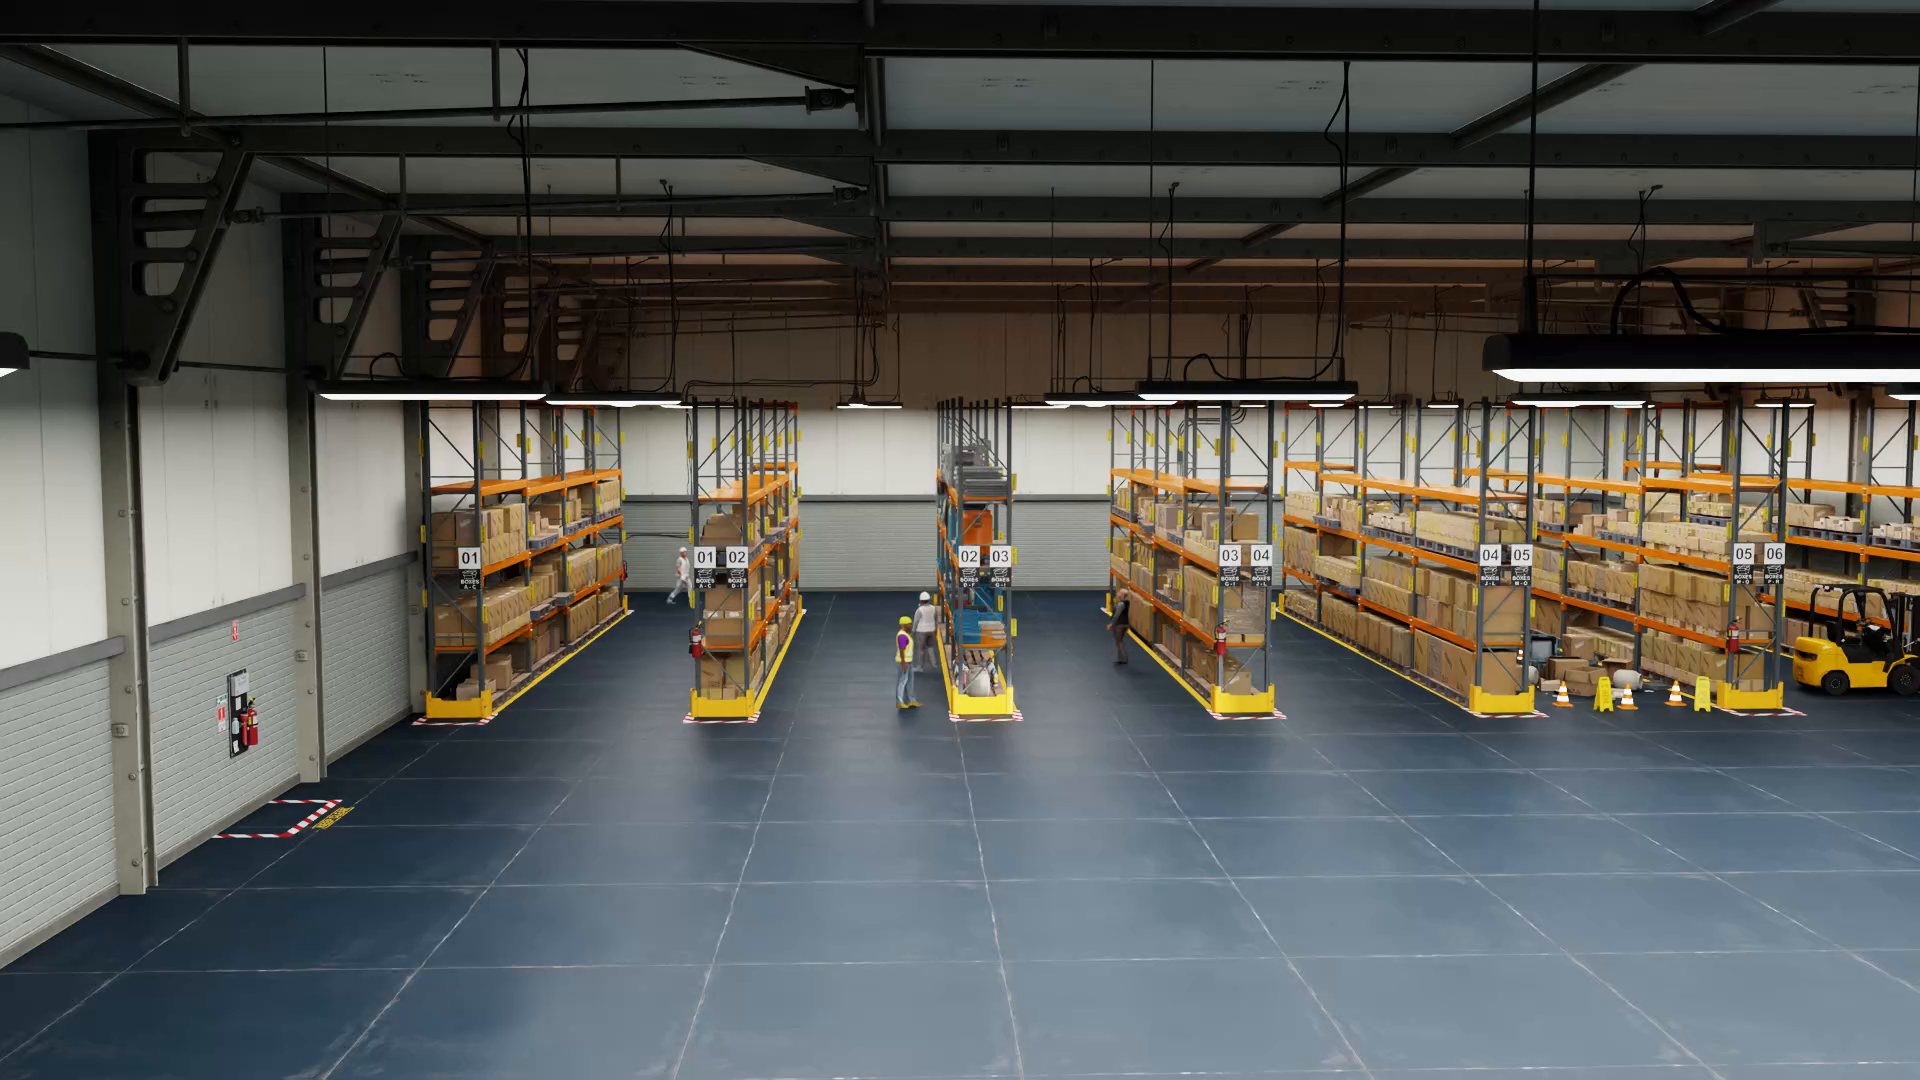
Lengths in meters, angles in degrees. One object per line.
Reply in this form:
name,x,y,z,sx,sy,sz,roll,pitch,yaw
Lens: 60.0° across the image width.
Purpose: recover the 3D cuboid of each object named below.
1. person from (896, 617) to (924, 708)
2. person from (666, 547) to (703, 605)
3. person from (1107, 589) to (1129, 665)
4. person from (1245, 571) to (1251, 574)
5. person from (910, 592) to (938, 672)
person,-0.991,2.368,32.126,0.502,1.777,0.622,1,4,7
person,-8.083,1.091,48.801,1.051,1.749,0.662,1,5,16
person,3.600,1.985,37.576,0.581,1.773,0.508,-4,6,-45
person,8.081,1.361,45.794,0.546,1.716,0.995,0,4,0
person,-0.781,2.022,36.456,0.616,1.791,0.484,-3,5,-36
